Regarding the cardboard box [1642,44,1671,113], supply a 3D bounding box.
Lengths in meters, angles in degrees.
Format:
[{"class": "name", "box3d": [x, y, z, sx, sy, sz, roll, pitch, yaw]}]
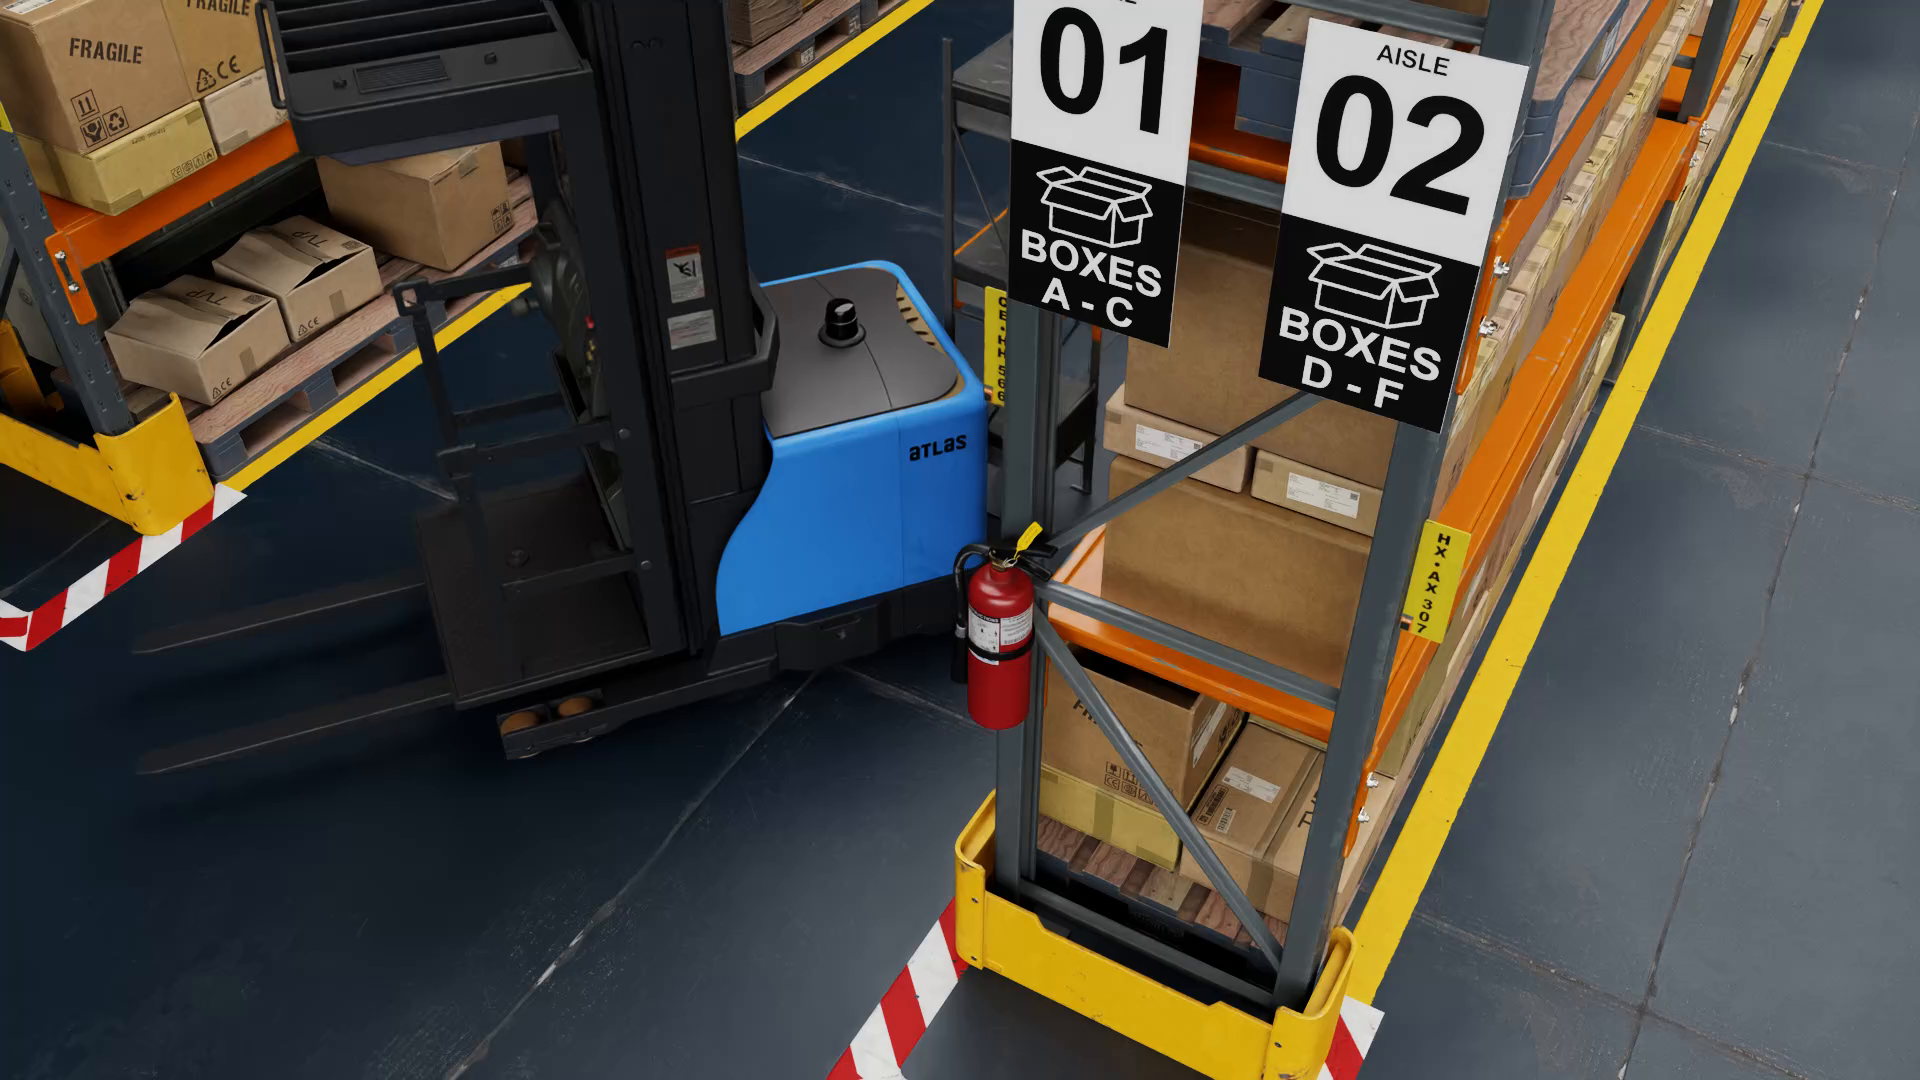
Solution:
[{"class": "cardboard box", "box3d": [2.232, -1.639, 5.775, 0.380, 0.149, 0.250, 21, 45, 22]}]

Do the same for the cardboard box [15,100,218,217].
[{"class": "cardboard box", "box3d": [-3.206, -1.499, 6.281, 0.500, 0.250, 0.500, 20, 45, 21]}]

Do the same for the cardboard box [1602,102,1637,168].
[{"class": "cardboard box", "box3d": [1.980, -1.355, 5.453, 0.380, 0.149, 0.250, 22, 46, 23]}]

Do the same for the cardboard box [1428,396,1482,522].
[{"class": "cardboard box", "box3d": [1.069, -0.340, 4.791, 0.700, 0.500, 0.500, 22, 46, 23]}]

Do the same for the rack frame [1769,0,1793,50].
[{"class": "rack frame", "box3d": [4.569, -4.315, 9.381, 1.000, 3.000, 0.127, 21, 45, 22]}]

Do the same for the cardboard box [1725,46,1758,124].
[{"class": "cardboard box", "box3d": [3.758, -2.397, 8.541, 0.500, 0.311, 0.500, 22, 46, 23]}]

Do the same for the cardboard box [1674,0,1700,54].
[{"class": "cardboard box", "box3d": [2.491, -1.940, 6.117, 0.380, 0.149, 0.250, 20, 45, 21]}]

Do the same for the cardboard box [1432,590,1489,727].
[{"class": "cardboard box", "box3d": [1.524, 0.330, 5.868, 0.500, 0.250, 0.500, 21, 45, 22]}]

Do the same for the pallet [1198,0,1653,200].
[{"class": "pallet", "box3d": [0.942, -1.226, 3.670, 1.003, 0.211, 1.213, 21, 45, 22]}]

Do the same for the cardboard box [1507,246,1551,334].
[{"class": "cardboard box", "box3d": [1.464, -0.763, 4.781, 0.380, 0.149, 0.250, 19, 45, 21]}]

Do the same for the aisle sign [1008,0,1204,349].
[{"class": "aisle sign", "box3d": [0.278, -0.773, 3.391, 0.394, 0.787, 0.004, 21, 45, 22]}]

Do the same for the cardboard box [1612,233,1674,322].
[{"class": "cardboard box", "box3d": [2.983, -1.301, 7.721, 0.500, 0.250, 0.500, 20, 45, 21]}]

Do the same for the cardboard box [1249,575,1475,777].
[{"class": "cardboard box", "box3d": [1.275, 0.335, 5.295, 0.500, 0.500, 0.500, 21, 45, 22]}]

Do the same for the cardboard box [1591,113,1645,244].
[{"class": "cardboard box", "box3d": [2.092, -1.504, 6.113, 0.700, 0.500, 0.500, 20, 45, 22]}]

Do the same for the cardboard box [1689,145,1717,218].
[{"class": "cardboard box", "box3d": [3.497, -1.891, 8.390, 0.500, 0.250, 0.500, 20, 45, 21]}]

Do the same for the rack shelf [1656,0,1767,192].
[{"class": "rack shelf", "box3d": [3.568, -2.901, 8.319, 1.077, 0.370, 4.000, 21, 45, 22]}]

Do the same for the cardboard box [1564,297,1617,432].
[{"class": "cardboard box", "box3d": [2.264, -0.814, 6.600, 0.500, 0.500, 0.500, 21, 45, 22]}]

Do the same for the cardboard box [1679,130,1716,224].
[{"class": "cardboard box", "box3d": [3.245, -1.802, 7.865, 0.500, 0.311, 0.500, 20, 45, 22]}]

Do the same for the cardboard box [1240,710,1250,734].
[{"class": "cardboard box", "box3d": [0.818, 0.442, 5.741, 0.500, 0.250, 0.500, 21, 45, 22]}]

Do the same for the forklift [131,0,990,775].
[{"class": "forklift", "box3d": [-1.456, -0.729, 5.360, 3.031, 2.935, 1.130, -15, 43, -16]}]

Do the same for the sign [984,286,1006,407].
[{"class": "sign", "box3d": [0.103, -0.449, 3.935, 0.100, 0.325, 0.005, 21, 45, 22]}]

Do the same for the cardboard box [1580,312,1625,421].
[{"class": "cardboard box", "box3d": [2.524, -0.815, 7.168, 0.500, 0.250, 0.500, 21, 45, 22]}]

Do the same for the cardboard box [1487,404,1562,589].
[{"class": "cardboard box", "box3d": [1.779, -0.236, 5.943, 0.500, 0.500, 0.500, 21, 45, 22]}]

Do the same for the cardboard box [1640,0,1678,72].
[{"class": "cardboard box", "box3d": [2.099, -2.006, 5.700, 0.700, 0.500, 0.500, 21, 45, 22]}]

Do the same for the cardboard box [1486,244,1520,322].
[{"class": "cardboard box", "box3d": [1.095, -0.858, 4.398, 0.700, 0.500, 0.500, 20, 45, 21]}]

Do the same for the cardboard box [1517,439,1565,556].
[{"class": "cardboard box", "box3d": [2.028, -0.241, 6.517, 0.500, 0.250, 0.500, 21, 45, 22]}]

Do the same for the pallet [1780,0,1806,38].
[{"class": "pallet", "box3d": [4.975, -3.684, 10.773, 1.003, 0.211, 1.213, 21, 45, 22]}]

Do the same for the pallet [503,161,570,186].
[{"class": "pallet", "box3d": [-2.029, -2.220, 9.112, 1.003, 0.211, 1.213, 21, 45, 22]}]

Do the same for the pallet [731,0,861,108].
[{"class": "pallet", "box3d": [-1.335, -3.062, 10.068, 1.003, 0.211, 1.213, 21, 45, 22]}]

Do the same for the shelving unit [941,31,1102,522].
[{"class": "shelving unit", "box3d": [0.246, -0.916, 6.201, 0.431, 2.100, 0.503, 23, 46, 24]}]

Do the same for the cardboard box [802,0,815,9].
[{"class": "cardboard box", "box3d": [-1.155, -3.629, 10.159, 0.700, 0.500, 0.500, 20, 45, 21]}]

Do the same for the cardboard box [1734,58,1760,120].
[{"class": "cardboard box", "box3d": [4.008, -2.477, 9.055, 0.500, 0.250, 0.500, 22, 46, 23]}]

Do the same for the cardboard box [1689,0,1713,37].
[{"class": "cardboard box", "box3d": [3.188, -2.372, 7.364, 0.380, 0.149, 0.250, 21, 45, 22]}]

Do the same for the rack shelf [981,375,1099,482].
[{"class": "rack shelf", "box3d": [0.246, -0.380, 6.673, 0.431, 0.518, 0.480, 23, 46, 24]}]

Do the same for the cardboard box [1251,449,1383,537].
[{"class": "cardboard box", "box3d": [0.948, -0.172, 4.109, 0.380, 0.149, 0.250, 21, 45, 22]}]

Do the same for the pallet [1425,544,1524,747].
[{"class": "pallet", "box3d": [1.523, 0.162, 6.406, 1.003, 0.211, 1.213, 21, 45, 22]}]

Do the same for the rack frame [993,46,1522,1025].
[{"class": "rack frame", "box3d": [0.565, 0.262, 4.183, 1.000, 3.000, 0.127, 21, 45, 22]}]

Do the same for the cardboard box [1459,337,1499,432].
[{"class": "cardboard box", "box3d": [1.204, -0.466, 4.443, 0.380, 0.149, 0.250, 21, 46, 22]}]

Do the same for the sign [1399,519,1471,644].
[{"class": "sign", "box3d": [1.043, 0.095, 3.658, 0.100, 0.325, 0.005, 21, 45, 22]}]

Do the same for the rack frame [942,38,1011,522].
[{"class": "rack frame", "box3d": [0.115, -0.780, 6.047, 0.400, 2.100, 0.015, 23, 46, 24]}]

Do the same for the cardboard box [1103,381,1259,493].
[{"class": "cardboard box", "box3d": [0.592, -0.300, 4.255, 0.380, 0.149, 0.250, 20, 45, 21]}]

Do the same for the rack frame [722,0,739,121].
[{"class": "rack frame", "box3d": [-1.724, -3.663, 8.640, 1.000, 3.000, 0.127, 21, 45, 22]}]

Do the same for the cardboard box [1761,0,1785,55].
[{"class": "cardboard box", "box3d": [4.265, -2.971, 9.192, 0.500, 0.311, 0.500, 20, 45, 21]}]

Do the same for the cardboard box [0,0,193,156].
[{"class": "cardboard box", "box3d": [-3.226, -1.780, 6.033, 0.500, 0.500, 0.500, 21, 46, 22]}]

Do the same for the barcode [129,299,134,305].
[{"class": "barcode", "box3d": [-3.638, -1.042, 7.359, 0.001, 0.075, 0.075, 21, 45, 22]}]

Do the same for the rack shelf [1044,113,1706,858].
[{"class": "rack shelf", "box3d": [1.566, -0.612, 5.720, 1.077, 0.370, 4.000, 21, 45, 22]}]

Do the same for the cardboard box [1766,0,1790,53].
[{"class": "cardboard box", "box3d": [4.517, -3.059, 9.717, 0.500, 0.250, 0.500, 22, 46, 23]}]

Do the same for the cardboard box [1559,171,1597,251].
[{"class": "cardboard box", "box3d": [1.718, -1.051, 5.108, 0.380, 0.149, 0.250, 21, 46, 22]}]

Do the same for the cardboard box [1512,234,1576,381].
[{"class": "cardboard box", "box3d": [1.582, -0.925, 5.455, 0.700, 0.500, 0.500, 22, 46, 23]}]

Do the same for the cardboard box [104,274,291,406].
[{"class": "cardboard box", "box3d": [-3.301, -0.896, 7.200, 0.500, 0.311, 0.500, 16, 44, 17]}]

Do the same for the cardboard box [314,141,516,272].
[{"class": "cardboard box", "box3d": [-2.605, -1.697, 7.965, 0.700, 0.500, 0.500, 18, 45, 19]}]

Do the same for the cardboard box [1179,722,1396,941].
[{"class": "cardboard box", "box3d": [1.026, 0.903, 5.218, 0.500, 0.250, 0.500, 21, 45, 22]}]

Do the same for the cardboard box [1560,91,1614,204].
[{"class": "cardboard box", "box3d": [1.597, -1.434, 5.051, 0.700, 0.500, 0.500, 21, 46, 22]}]

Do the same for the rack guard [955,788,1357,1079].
[{"class": "rack guard", "box3d": [0.553, 1.214, 4.993, 1.175, 0.500, 0.348, 21, 45, 22]}]

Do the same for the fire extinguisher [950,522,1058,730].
[{"class": "fire extinguisher", "box3d": [0.104, 0.205, 4.306, 0.296, 0.674, 0.183, 21, 45, 22]}]
